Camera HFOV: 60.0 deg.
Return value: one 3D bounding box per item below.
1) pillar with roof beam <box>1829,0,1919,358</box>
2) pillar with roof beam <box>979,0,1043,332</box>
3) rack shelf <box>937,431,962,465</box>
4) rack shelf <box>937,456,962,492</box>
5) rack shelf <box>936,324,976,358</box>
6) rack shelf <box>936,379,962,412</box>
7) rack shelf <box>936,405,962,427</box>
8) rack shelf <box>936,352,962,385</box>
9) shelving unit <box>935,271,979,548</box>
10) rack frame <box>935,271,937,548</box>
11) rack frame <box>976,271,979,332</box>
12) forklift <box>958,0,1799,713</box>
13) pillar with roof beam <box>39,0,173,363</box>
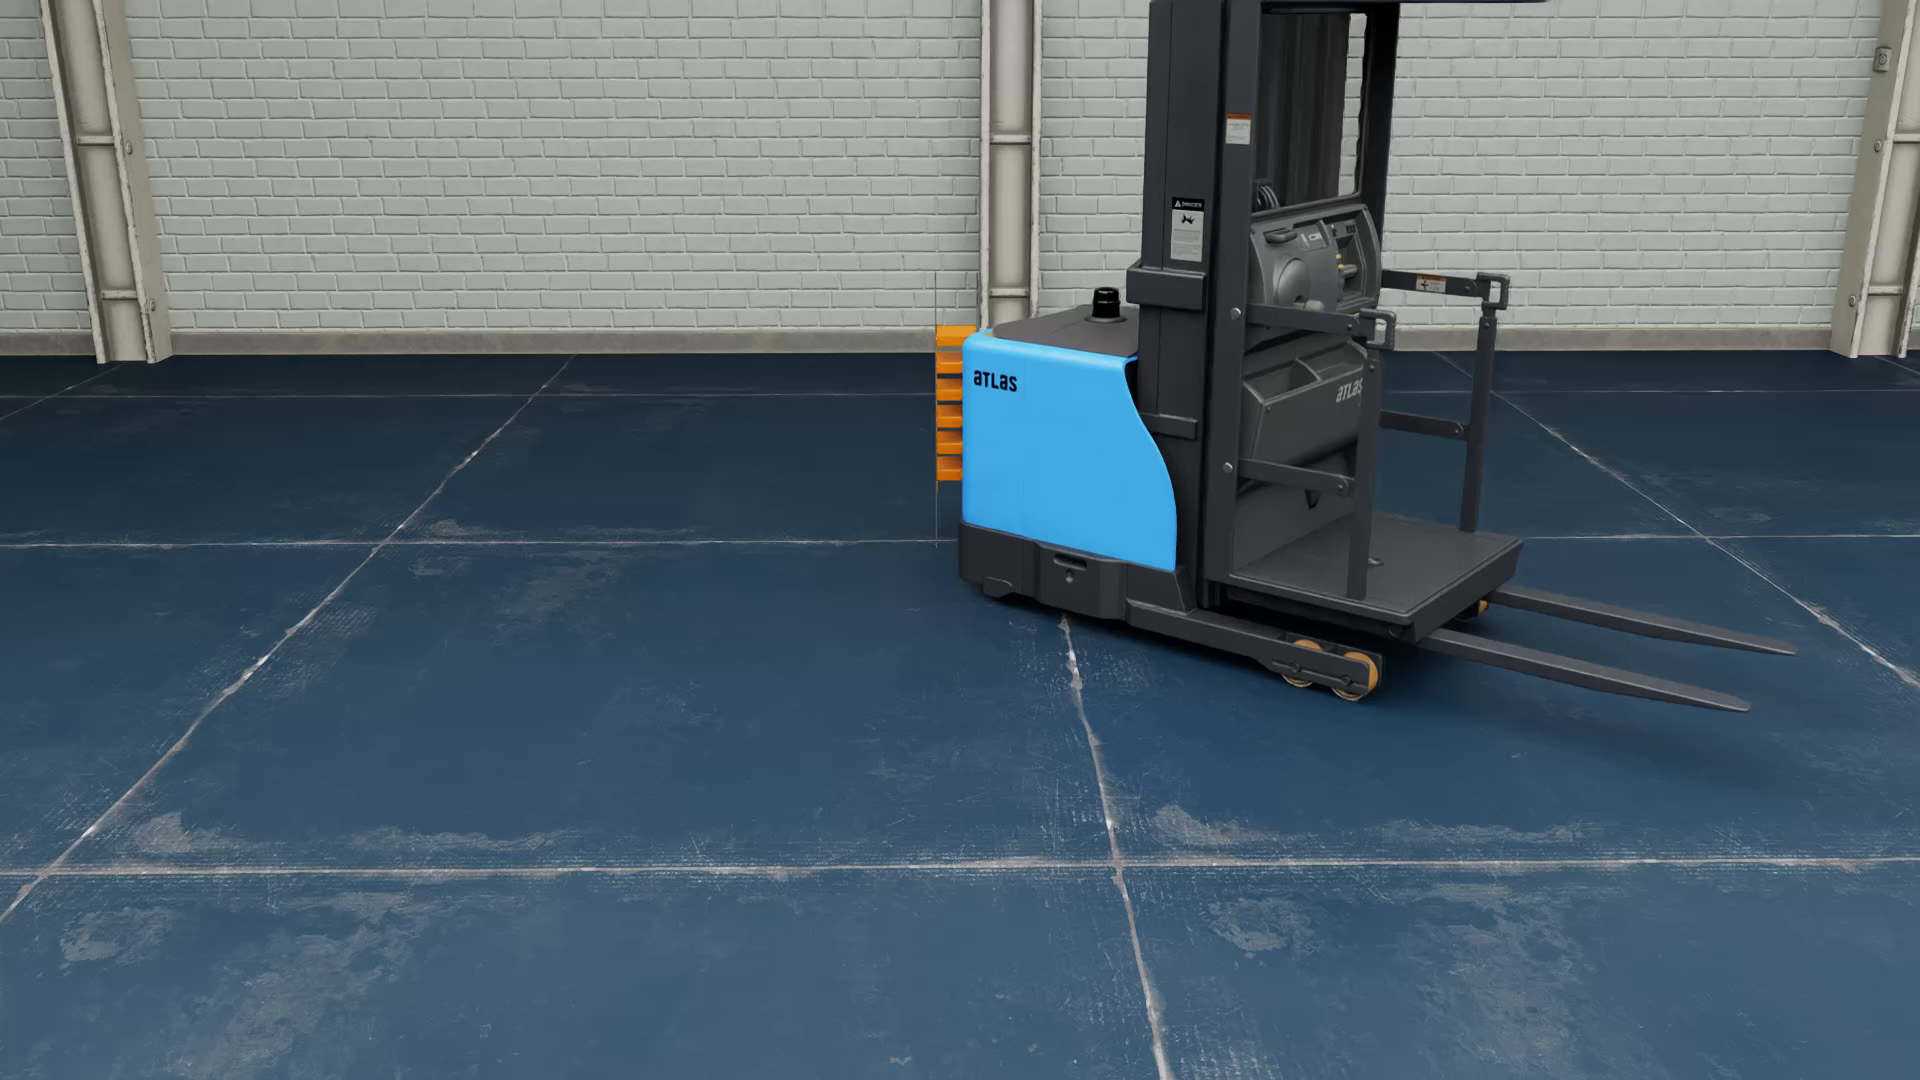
[{"bbox_3d":[6.399,-4.276,6.146,0.400,9.000,9.100,0,18,-1],"label":"pillar with roof beam"},{"bbox_3d":[0.400,-4.247,6.056,0.400,9.000,9.100,0,18,-1],"label":"pillar with roof beam"},{"bbox_3d":[-0.014,-0.415,7.414,0.180,0.103,0.258,0,18,-1],"label":"rack shelf"},{"bbox_3d":[-0.014,-0.300,7.451,0.180,0.103,0.258,0,18,-1],"label":"rack shelf"},{"bbox_3d":[-0.014,-0.872,7.268,0.180,0.103,0.258,0,18,-1],"label":"rack shelf"},{"bbox_3d":[-0.014,-0.643,7.341,0.180,0.103,0.258,0,18,-1],"label":"rack shelf"},{"bbox_3d":[-0.014,-0.529,7.378,0.180,0.103,0.258,0,18,-1],"label":"rack shelf"},{"bbox_3d":[-0.014,-0.757,7.304,0.180,0.103,0.258,0,18,-1],"label":"rack shelf"},{"bbox_3d":[-0.014,-0.571,7.364,0.189,1.200,0.258,0,18,-1],"label":"shelving unit"},{"bbox_3d":[-0.106,-0.571,7.363,0.006,1.200,0.240,0,18,-1],"label":"rack frame"},{"bbox_3d":[0.077,-0.572,7.365,0.006,1.200,0.240,0,18,-1],"label":"rack frame"},{"bbox_3d":[1.463,-1.019,5.924,3.031,2.935,1.130,14,22,36],"label":"forklift"},{"bbox_3d":[-5.599,-4.218,5.966,0.400,9.000,9.100,0,18,-1],"label":"pillar with roof beam"}]
